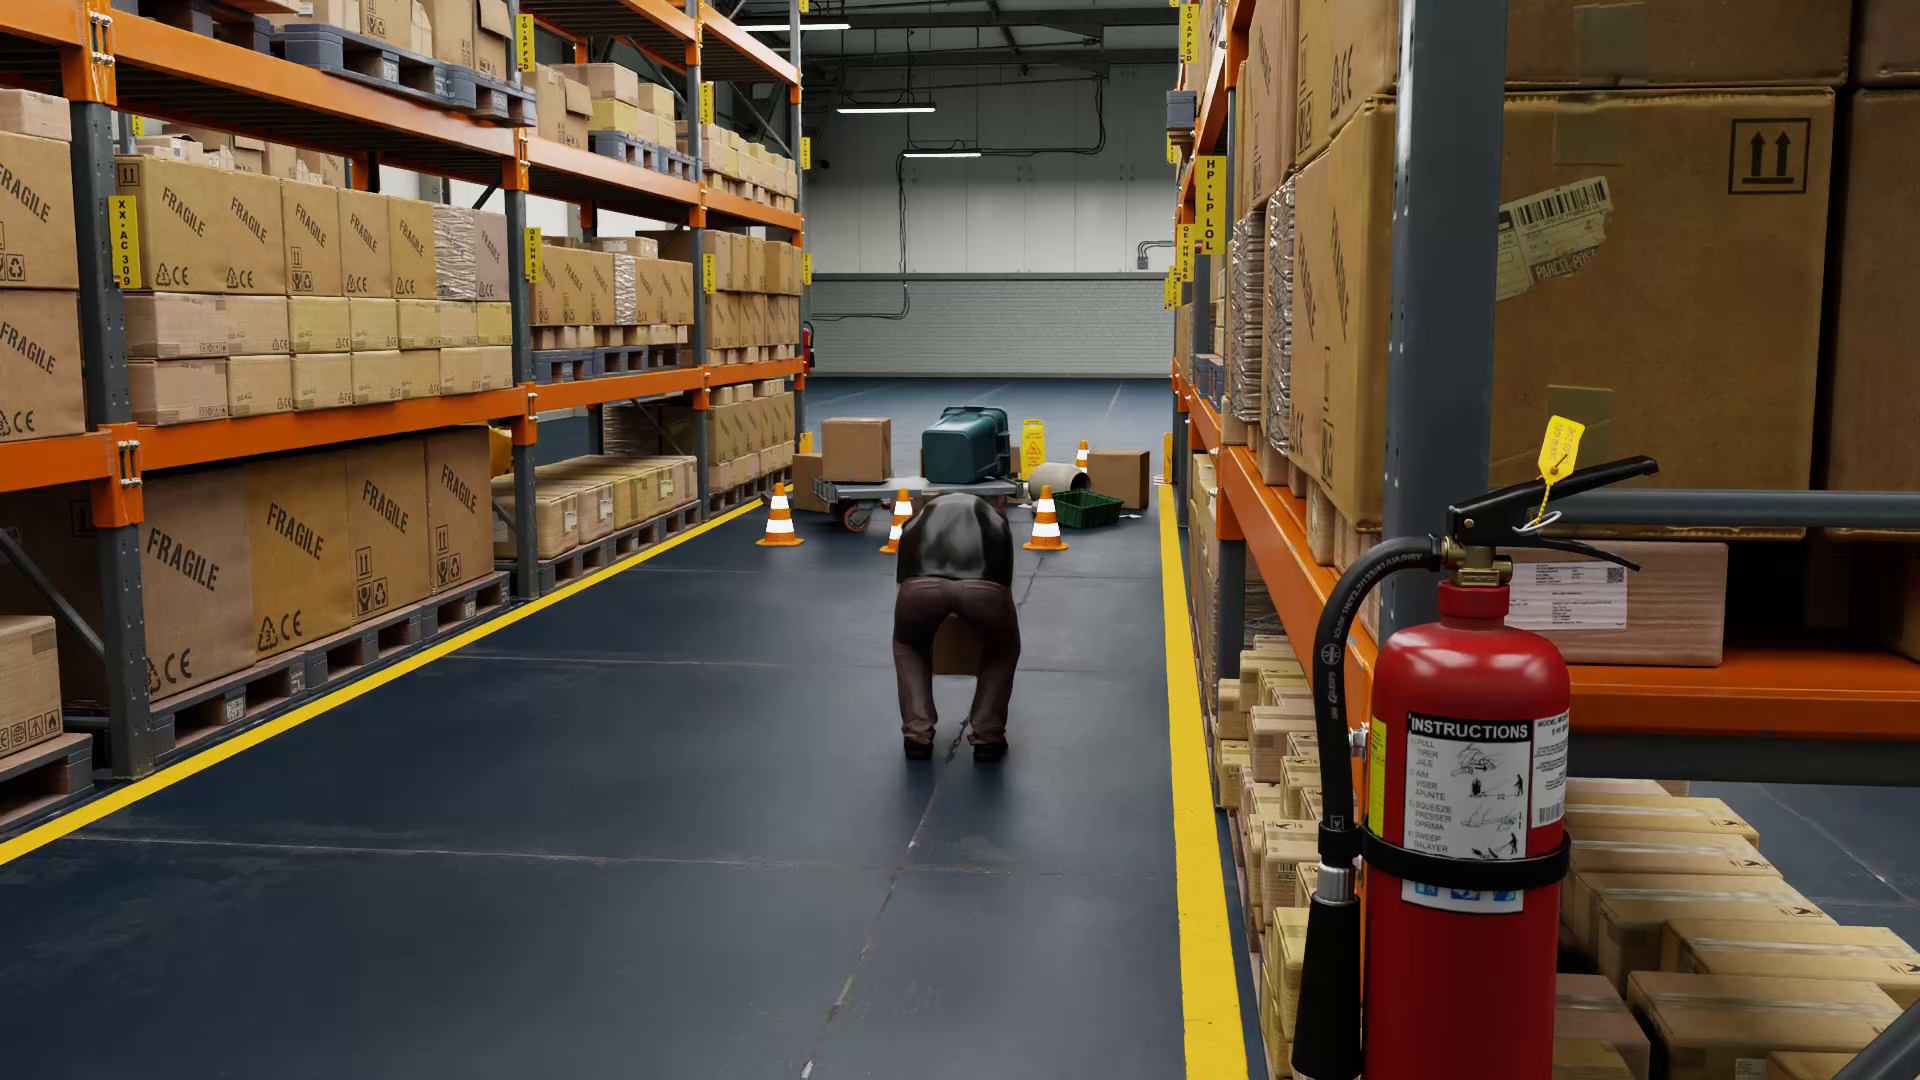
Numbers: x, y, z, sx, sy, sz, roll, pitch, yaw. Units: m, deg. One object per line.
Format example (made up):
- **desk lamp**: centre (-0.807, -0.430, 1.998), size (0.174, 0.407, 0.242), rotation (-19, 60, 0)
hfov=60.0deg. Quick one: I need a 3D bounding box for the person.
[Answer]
- **person**: centre (-0.014, 0.321, 6.685), size (0.517, 1.007, 0.949), rotation (0, 8, 4)
